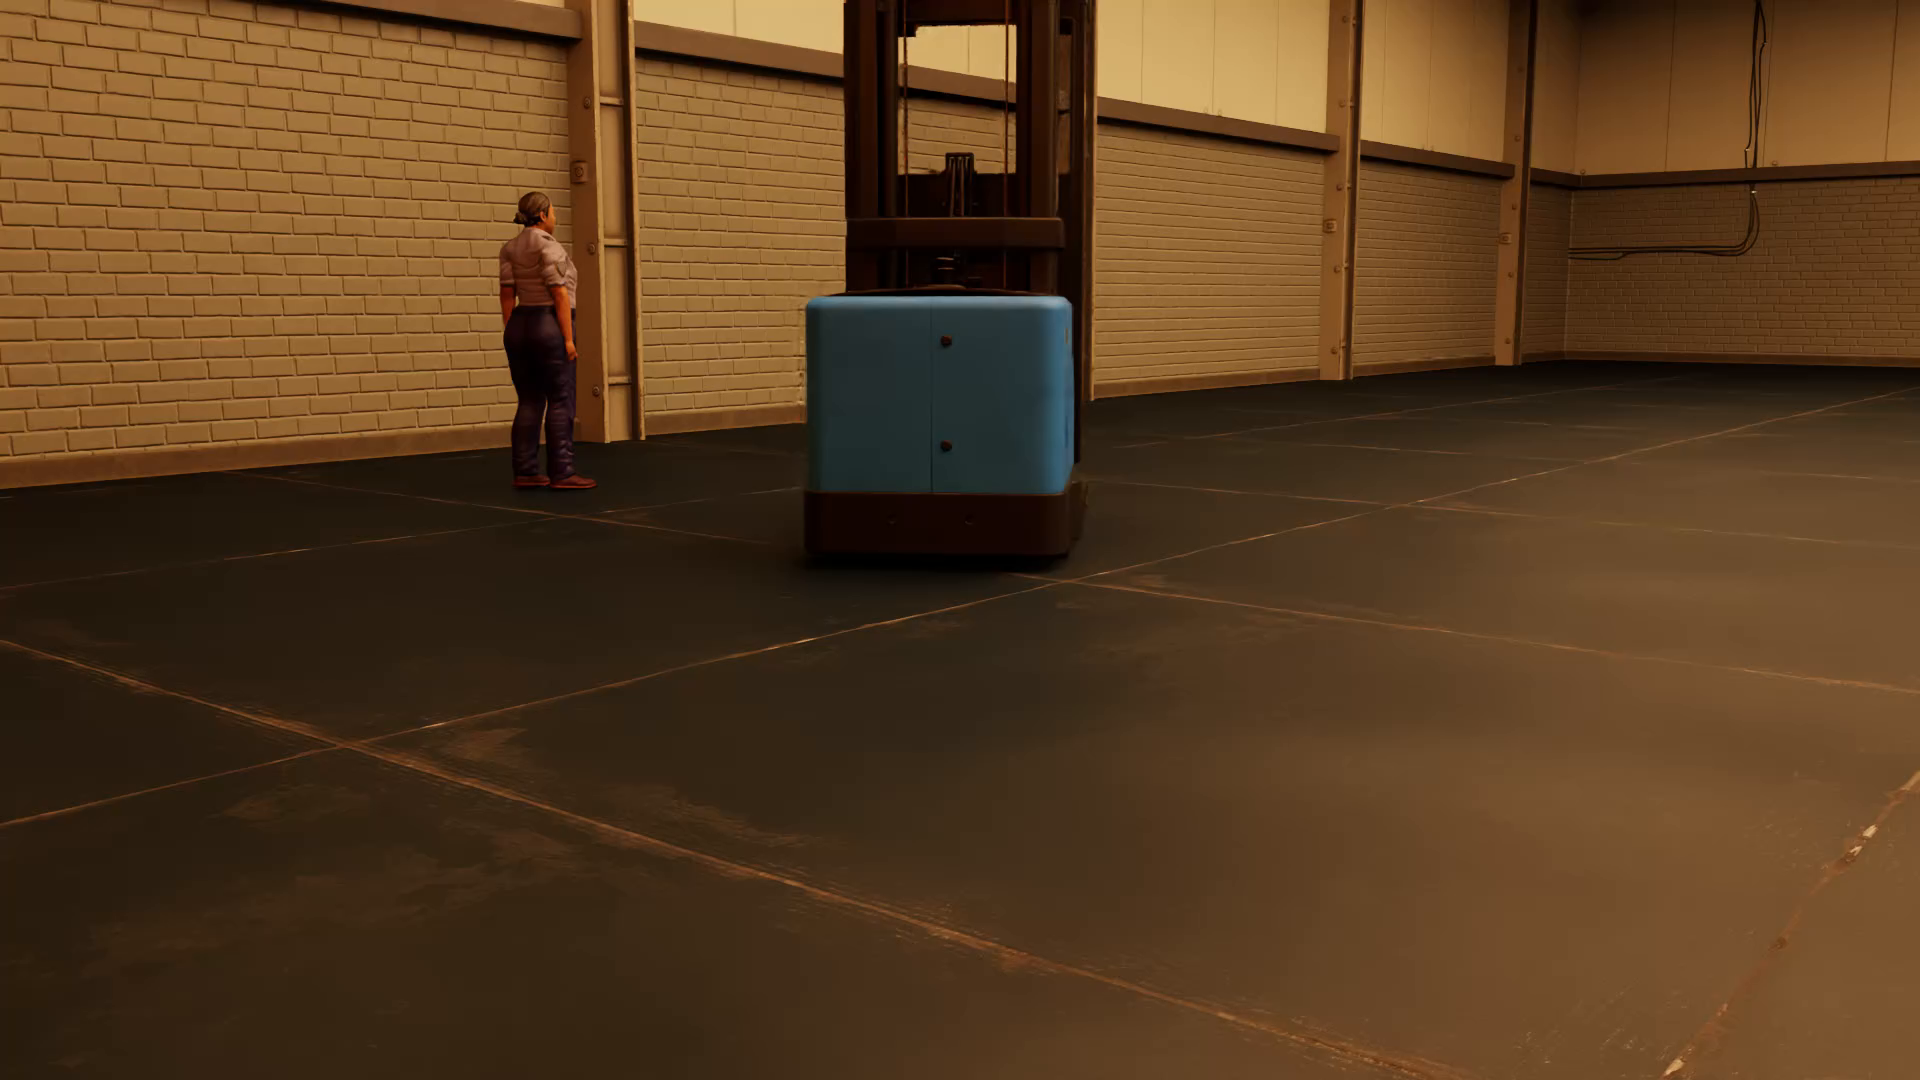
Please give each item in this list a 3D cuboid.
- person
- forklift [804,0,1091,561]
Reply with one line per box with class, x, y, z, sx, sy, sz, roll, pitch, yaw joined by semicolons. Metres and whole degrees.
person;-2.332;-1.109;9.310;0.482;1.653;0.353;5;10;31
forklift;0.047;-1.542;7.817;1.130;2.935;3.031;1;8;6
